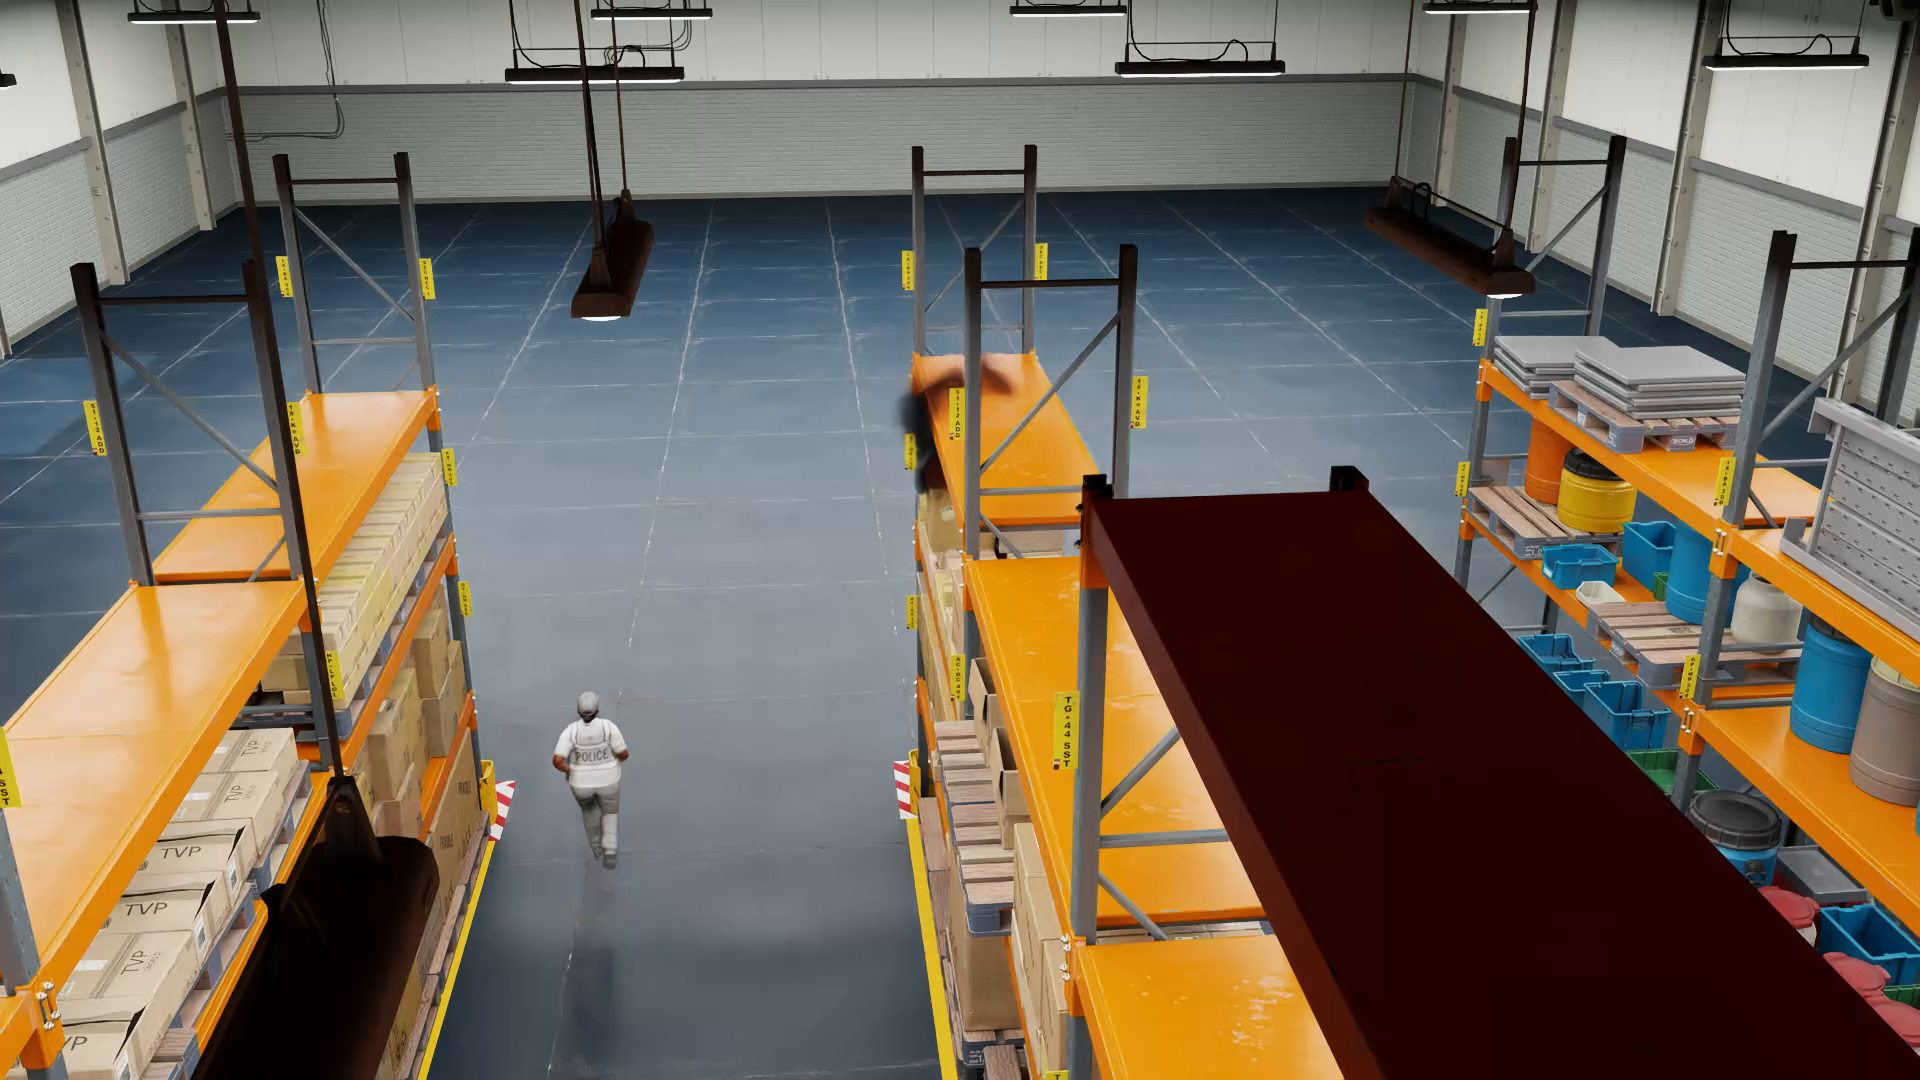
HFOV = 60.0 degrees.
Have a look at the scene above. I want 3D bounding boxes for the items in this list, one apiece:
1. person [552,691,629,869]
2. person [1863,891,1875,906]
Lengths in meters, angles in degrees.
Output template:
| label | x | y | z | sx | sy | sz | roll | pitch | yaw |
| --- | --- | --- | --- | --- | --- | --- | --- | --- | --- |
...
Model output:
| label | x | y | z | sx | sy | sz | roll | pitch | yaw |
| --- | --- | --- | --- | --- | --- | --- | --- | --- | --- |
| person | -3.027 | 2.029 | 13.759 | 0.607 | 1.645 | 0.769 | -4 | 22 | -9 |
| person | 7.445 | 2.215 | 13.644 | 0.664 | 1.739 | 0.603 | -7 | 23 | -18 |
